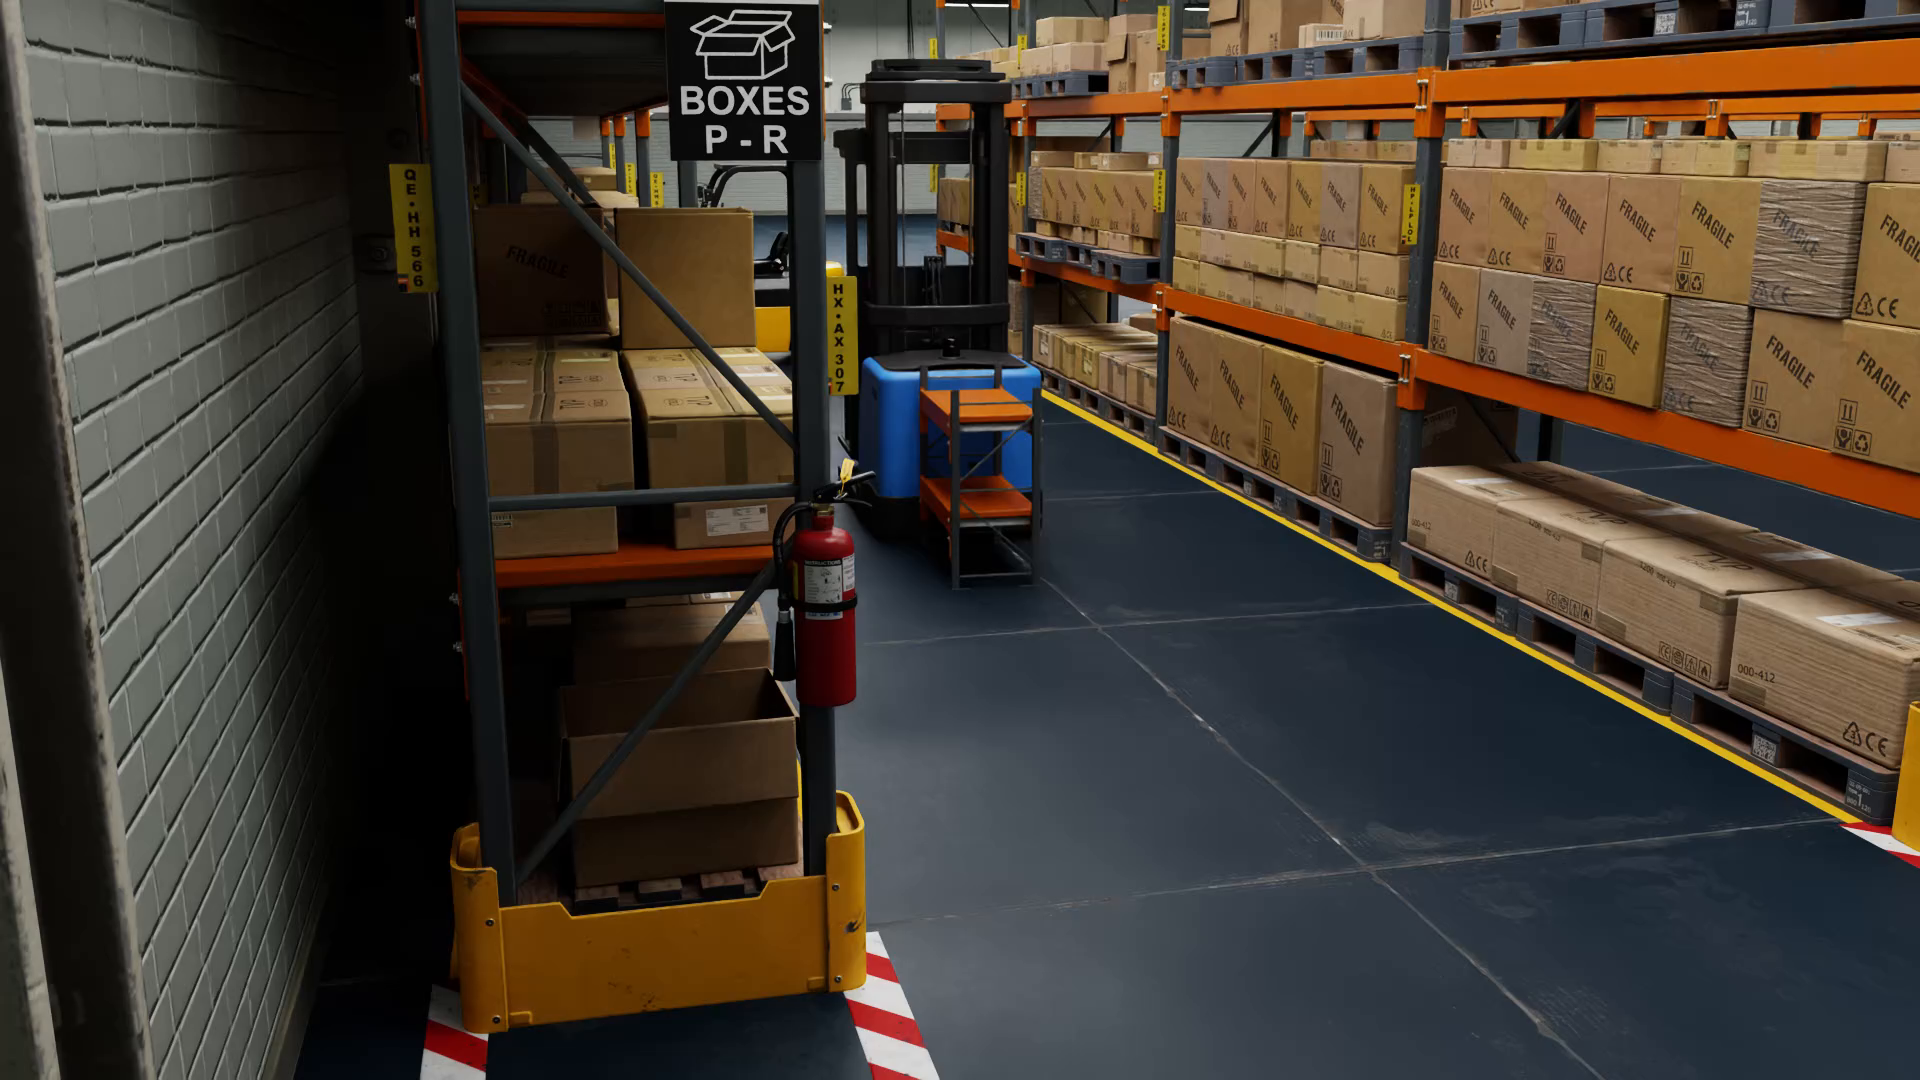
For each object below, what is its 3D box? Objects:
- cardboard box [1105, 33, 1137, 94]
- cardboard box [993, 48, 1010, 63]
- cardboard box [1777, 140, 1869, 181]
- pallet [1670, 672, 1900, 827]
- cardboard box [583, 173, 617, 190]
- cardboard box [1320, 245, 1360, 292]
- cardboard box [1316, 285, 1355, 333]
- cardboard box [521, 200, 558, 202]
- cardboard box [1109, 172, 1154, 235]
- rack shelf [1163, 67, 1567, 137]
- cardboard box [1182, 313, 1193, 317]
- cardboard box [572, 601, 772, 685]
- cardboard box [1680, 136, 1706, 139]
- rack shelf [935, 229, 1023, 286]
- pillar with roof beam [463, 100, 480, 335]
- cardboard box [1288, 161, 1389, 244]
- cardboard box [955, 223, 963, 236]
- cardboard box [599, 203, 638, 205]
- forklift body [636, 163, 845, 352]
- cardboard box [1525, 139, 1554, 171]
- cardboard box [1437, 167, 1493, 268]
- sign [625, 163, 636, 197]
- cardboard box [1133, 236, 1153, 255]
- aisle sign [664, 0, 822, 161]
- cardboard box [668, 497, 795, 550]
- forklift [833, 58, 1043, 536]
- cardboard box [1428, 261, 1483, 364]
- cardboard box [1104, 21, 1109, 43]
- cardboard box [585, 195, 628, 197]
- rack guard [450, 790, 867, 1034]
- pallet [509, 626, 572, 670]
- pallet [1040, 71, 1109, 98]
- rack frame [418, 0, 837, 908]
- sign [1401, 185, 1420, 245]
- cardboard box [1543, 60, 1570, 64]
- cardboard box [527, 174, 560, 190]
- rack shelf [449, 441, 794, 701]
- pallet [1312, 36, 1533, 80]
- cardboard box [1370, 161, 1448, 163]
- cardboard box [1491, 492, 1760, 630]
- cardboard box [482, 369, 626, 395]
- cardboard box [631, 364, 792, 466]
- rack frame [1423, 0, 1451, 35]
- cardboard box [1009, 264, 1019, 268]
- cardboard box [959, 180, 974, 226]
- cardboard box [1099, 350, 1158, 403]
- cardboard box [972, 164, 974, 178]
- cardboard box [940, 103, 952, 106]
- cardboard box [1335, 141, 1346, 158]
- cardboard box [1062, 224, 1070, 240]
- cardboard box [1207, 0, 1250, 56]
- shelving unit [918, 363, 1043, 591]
[{"bbox_3d":[1.700,-4.091,14.315,0.797,0.503,0.637,-3,14,-13],"label":"cardboard box"},{"bbox_3d":[0.562,-5.113,17.565,0.380,0.149,0.250,-3,14,-12],"label":"cardboard box"},{"bbox_3d":[3.442,-1.482,6.487,0.380,0.149,0.250,-3,14,-12],"label":"cardboard box"},{"bbox_3d":[3.701,0.786,6.764,1.003,0.211,1.213,-3,14,-13],"label":"pallet"},{"bbox_3d":[-3.464,-3.477,16.135,0.380,0.149,0.250,-3,14,-12],"label":"cardboard box"},{"bbox_3d":[2.561,-1.684,10.262,0.500,0.250,0.500,-3,14,-12],"label":"cardboard box"},{"bbox_3d":[2.557,-1.445,10.338,0.500,0.250,0.500,-3,14,-14],"label":"cardboard box"},{"bbox_3d":[-3.433,-2.671,13.463,0.380,0.149,0.250,-4,14,-14],"label":"cardboard box"},{"bbox_3d":[1.577,-2.839,14.004,0.500,0.500,0.500,-4,14,-14],"label":"cardboard box"},{"bbox_3d":[2.556,-2.880,11.091,1.077,0.370,4.000,-3,14,-13],"label":"rack shelf"},{"bbox_3d":[3.081,-2.603,20.019,0.637,0.503,0.797,10,17,35],"label":"cardboard box"},{"bbox_3d":[-1.073,0.554,6.222,0.700,0.500,0.500,-3,14,-11],"label":"cardboard box"},{"bbox_3d":[9.815,-5.053,21.844,0.500,0.500,0.500,-3,14,-13],"label":"cardboard box"},{"bbox_3d":[0.677,-3.268,19.001,1.077,0.370,4.000,-3,14,-13],"label":"rack shelf"},{"bbox_3d":[0.265,-5.361,13.410,9.100,9.000,0.400,-3,14,-13],"label":"pillar with roof beam"},{"bbox_3d":[2.448,-2.171,10.677,0.500,0.500,0.500,-3,14,-11],"label":"cardboard box"},{"bbox_3d":[0.157,-3.683,19.712,0.380,0.149,0.250,-3,14,-12],"label":"cardboard box"},{"bbox_3d":[-2.676,-2.529,12.882,0.380,0.149,0.250,-3,14,-12],"label":"cardboard box"},{"bbox_3d":[-2.398,-3.054,18.394,2.313,2.155,1.214,-3,14,-13],"label":"forklift body"},{"bbox_3d":[3.023,-1.897,8.189,0.380,0.149,0.250,-3,14,-14],"label":"cardboard box"},{"bbox_3d":[2.902,-1.722,8.837,0.500,0.500,0.500,-3,14,-13],"label":"cardboard box"},{"bbox_3d":[-3.152,-3.435,15.896,0.100,0.325,0.005,-3,14,-13],"label":"sign"},{"bbox_3d":[1.647,-2.436,13.722,0.380,0.149,0.250,-3,14,-12],"label":"cardboard box"},{"bbox_3d":[-0.557,-1.374,4.254,0.394,0.787,0.004,-3,14,-13],"label":"aisle sign"},{"bbox_3d":[-0.669,-0.080,4.963,0.380,0.149,0.250,-3,14,-14],"label":"cardboard box"},{"bbox_3d":[-0.262,-1.751,11.417,1.130,2.935,3.031,-3,14,-10],"label":"forklift"},{"bbox_3d":[2.881,-1.237,8.958,0.500,0.500,0.500,-3,14,-11],"label":"cardboard box"},{"bbox_3d":[1.407,-4.861,16.061,0.500,0.250,0.500,-3,14,-12],"label":"cardboard box"},{"bbox_3d":[-3.105,-2.941,14.568,0.380,0.149,0.250,-4,14,-15],"label":"cardboard box"},{"bbox_3d":[-0.877,1.086,4.928,1.175,0.500,0.348,-3,14,-13],"label":"rack guard"},{"bbox_3d":[-1.638,0.480,8.019,1.003,0.211,1.213,-3,14,-13],"label":"pallet"},{"bbox_3d":[1.435,-4.135,15.107,1.213,0.211,1.003,-3,14,-13],"label":"pallet"},{"bbox_3d":[-0.859,-0.111,4.560,1.000,3.000,0.127,-3,14,-13],"label":"rack frame"},{"bbox_3d":[2.500,-1.802,9.212,0.100,0.325,0.005,-3,14,-13],"label":"sign"},{"bbox_3d":[6.011,-4.706,16.481,0.380,0.149,0.250,-3,14,-13],"label":"cardboard box"},{"bbox_3d":[-4.046,-3.444,15.999,0.380,0.149,0.250,-3,14,-13],"label":"cardboard box"},{"bbox_3d":[-1.329,-0.223,6.534,1.077,0.370,4.000,-3,14,-13],"label":"rack shelf"},{"bbox_3d":[2.762,-2.884,9.994,0.805,0.209,1.217,-4,14,-15],"label":"pallet"},{"bbox_3d":[2.940,-2.194,10.772,0.500,0.500,0.500,-4,14,-15],"label":"cardboard box"},{"bbox_3d":[3.280,0.087,8.265,0.875,0.438,0.875,-4,14,-15],"label":"cardboard box"},{"bbox_3d":[-1.345,-0.393,5.403,0.500,0.250,0.500,-3,14,-13],"label":"cardboard box"},{"bbox_3d":[-0.822,-0.418,5.508,0.500,0.250,0.500,-3,14,-13],"label":"cardboard box"},{"bbox_3d":[3.026,-4.225,8.761,1.000,3.000,0.127,-3,14,-13],"label":"rack frame"},{"bbox_3d":[0.775,-3.021,19.802,0.500,0.500,0.500,-3,14,-11],"label":"cardboard box"},{"bbox_3d":[0.295,-3.911,19.277,0.500,0.500,0.500,-4,14,-14],"label":"cardboard box"},{"bbox_3d":[1.782,-1.462,14.743,0.950,0.372,0.625,-4,14,-14],"label":"cardboard box"},{"bbox_3d":[0.540,-4.652,20.206,0.700,0.500,0.500,-4,14,-15],"label":"cardboard box"},{"bbox_3d":[-0.030,-5.320,20.090,0.380,0.149,0.250,-3,14,-13],"label":"cardboard box"},{"bbox_3d":[5.264,-4.766,21.025,0.875,0.550,0.550,-3,14,-13],"label":"cardboard box"},{"bbox_3d":[1.180,-2.912,15.673,0.380,0.149,0.250,-3,14,-12],"label":"cardboard box"},{"bbox_3d":[2.321,-3.867,12.510,0.797,0.503,0.637,-4,14,-17],"label":"cardboard box"},{"bbox_3d":[0.103,-0.394,9.668,0.538,1.125,1.048,-3,14,-10],"label":"shelving unit"}]
